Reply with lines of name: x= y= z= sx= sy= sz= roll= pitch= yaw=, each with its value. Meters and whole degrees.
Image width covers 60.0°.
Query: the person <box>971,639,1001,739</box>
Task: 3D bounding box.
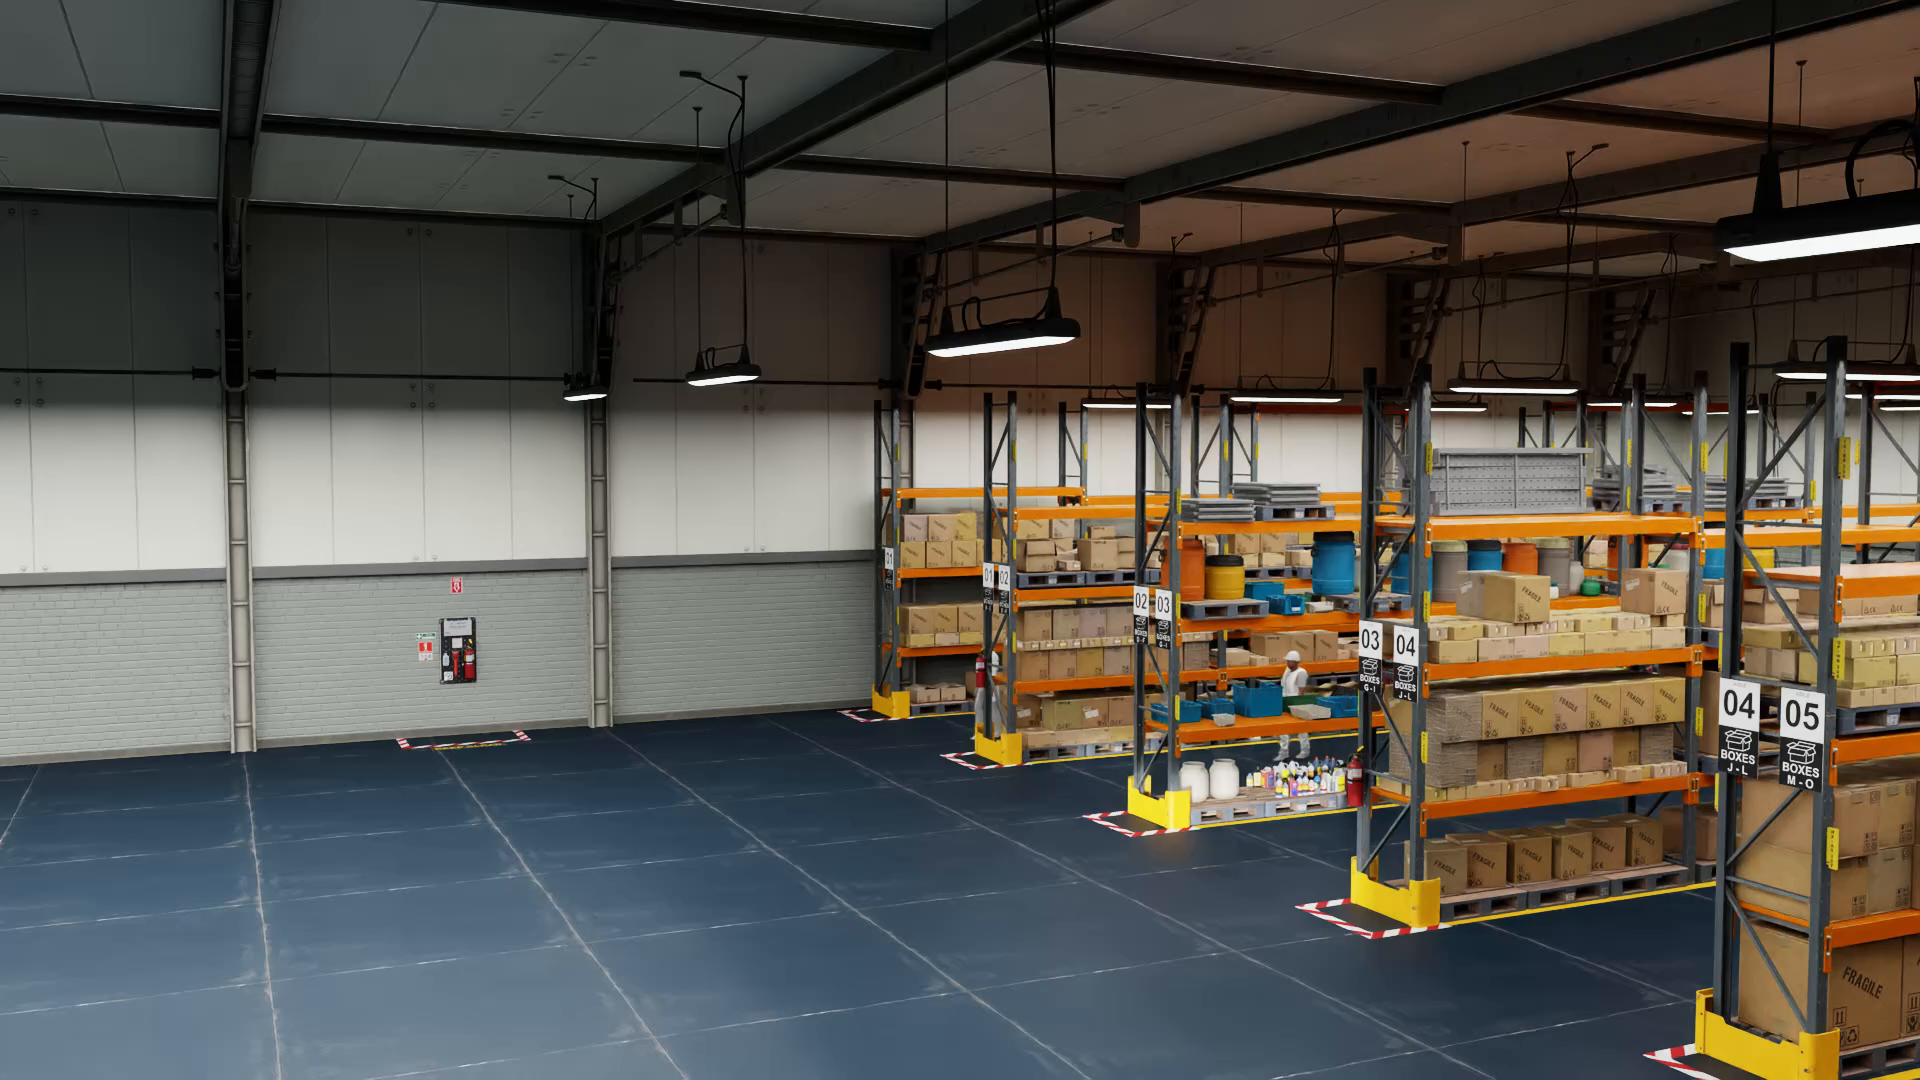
person: x=0.491 y=2.611 z=29.061 sx=0.618 sy=1.848 sz=0.645 roll=-1 pitch=4 yaw=-22

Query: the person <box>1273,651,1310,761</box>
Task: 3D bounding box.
person: x=5.423 y=2.710 z=27.104 sx=0.601 sy=1.819 sz=0.591 roll=-2 pitch=4 yaw=-28
